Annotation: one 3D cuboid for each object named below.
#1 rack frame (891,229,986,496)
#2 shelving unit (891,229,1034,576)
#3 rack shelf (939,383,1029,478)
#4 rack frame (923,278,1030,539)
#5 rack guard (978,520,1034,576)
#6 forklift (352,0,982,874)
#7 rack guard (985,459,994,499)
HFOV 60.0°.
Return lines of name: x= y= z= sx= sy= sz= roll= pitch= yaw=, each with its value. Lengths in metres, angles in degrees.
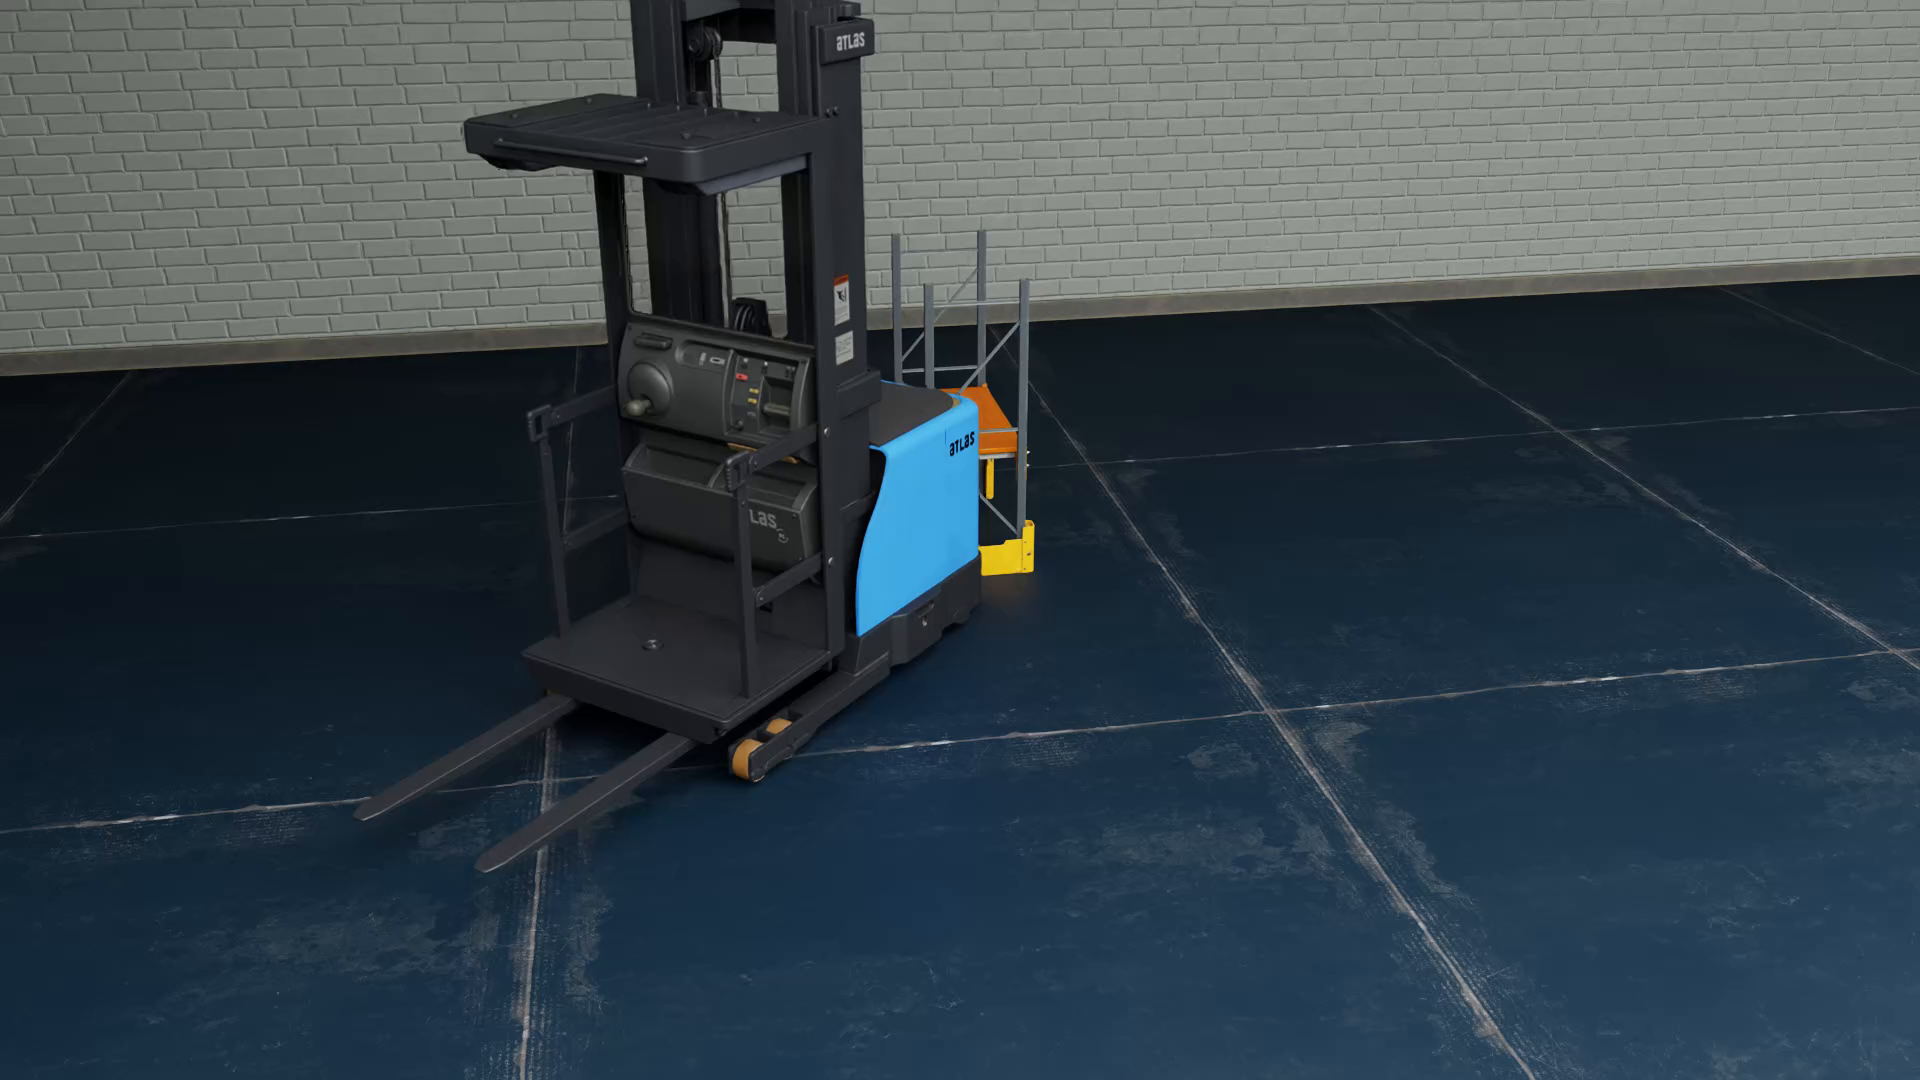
rack frame: x=-0.110 y=-0.921 z=8.984 sx=0.500 sy=1.500 sz=0.032 roll=-4 pitch=24 yaw=-10
shelving unit: x=-0.014 y=-0.717 z=8.519 sx=0.587 sy=1.500 sz=1.083 roll=-4 pitch=24 yaw=-10
rack shelf: x=-0.016 y=-0.556 z=8.599 sx=0.538 sy=0.185 sz=1.000 roll=-4 pitch=24 yaw=-10
rack frame: x=0.078 y=-0.521 z=8.069 sx=0.500 sy=1.500 sz=0.032 roll=-4 pitch=24 yaw=-10
rack guard: x=0.078 y=0.051 z=8.320 sx=0.587 sy=0.250 sz=0.087 roll=-4 pitch=24 yaw=-10
forklift: x=-1.098 y=-0.601 z=6.463 sx=1.130 sy=2.935 sz=3.031 roll=14 pitch=27 yaw=29
rack guard: x=-0.106 y=-0.340 z=9.217 sx=0.587 sy=0.250 sz=0.087 roll=-4 pitch=24 yaw=-10
